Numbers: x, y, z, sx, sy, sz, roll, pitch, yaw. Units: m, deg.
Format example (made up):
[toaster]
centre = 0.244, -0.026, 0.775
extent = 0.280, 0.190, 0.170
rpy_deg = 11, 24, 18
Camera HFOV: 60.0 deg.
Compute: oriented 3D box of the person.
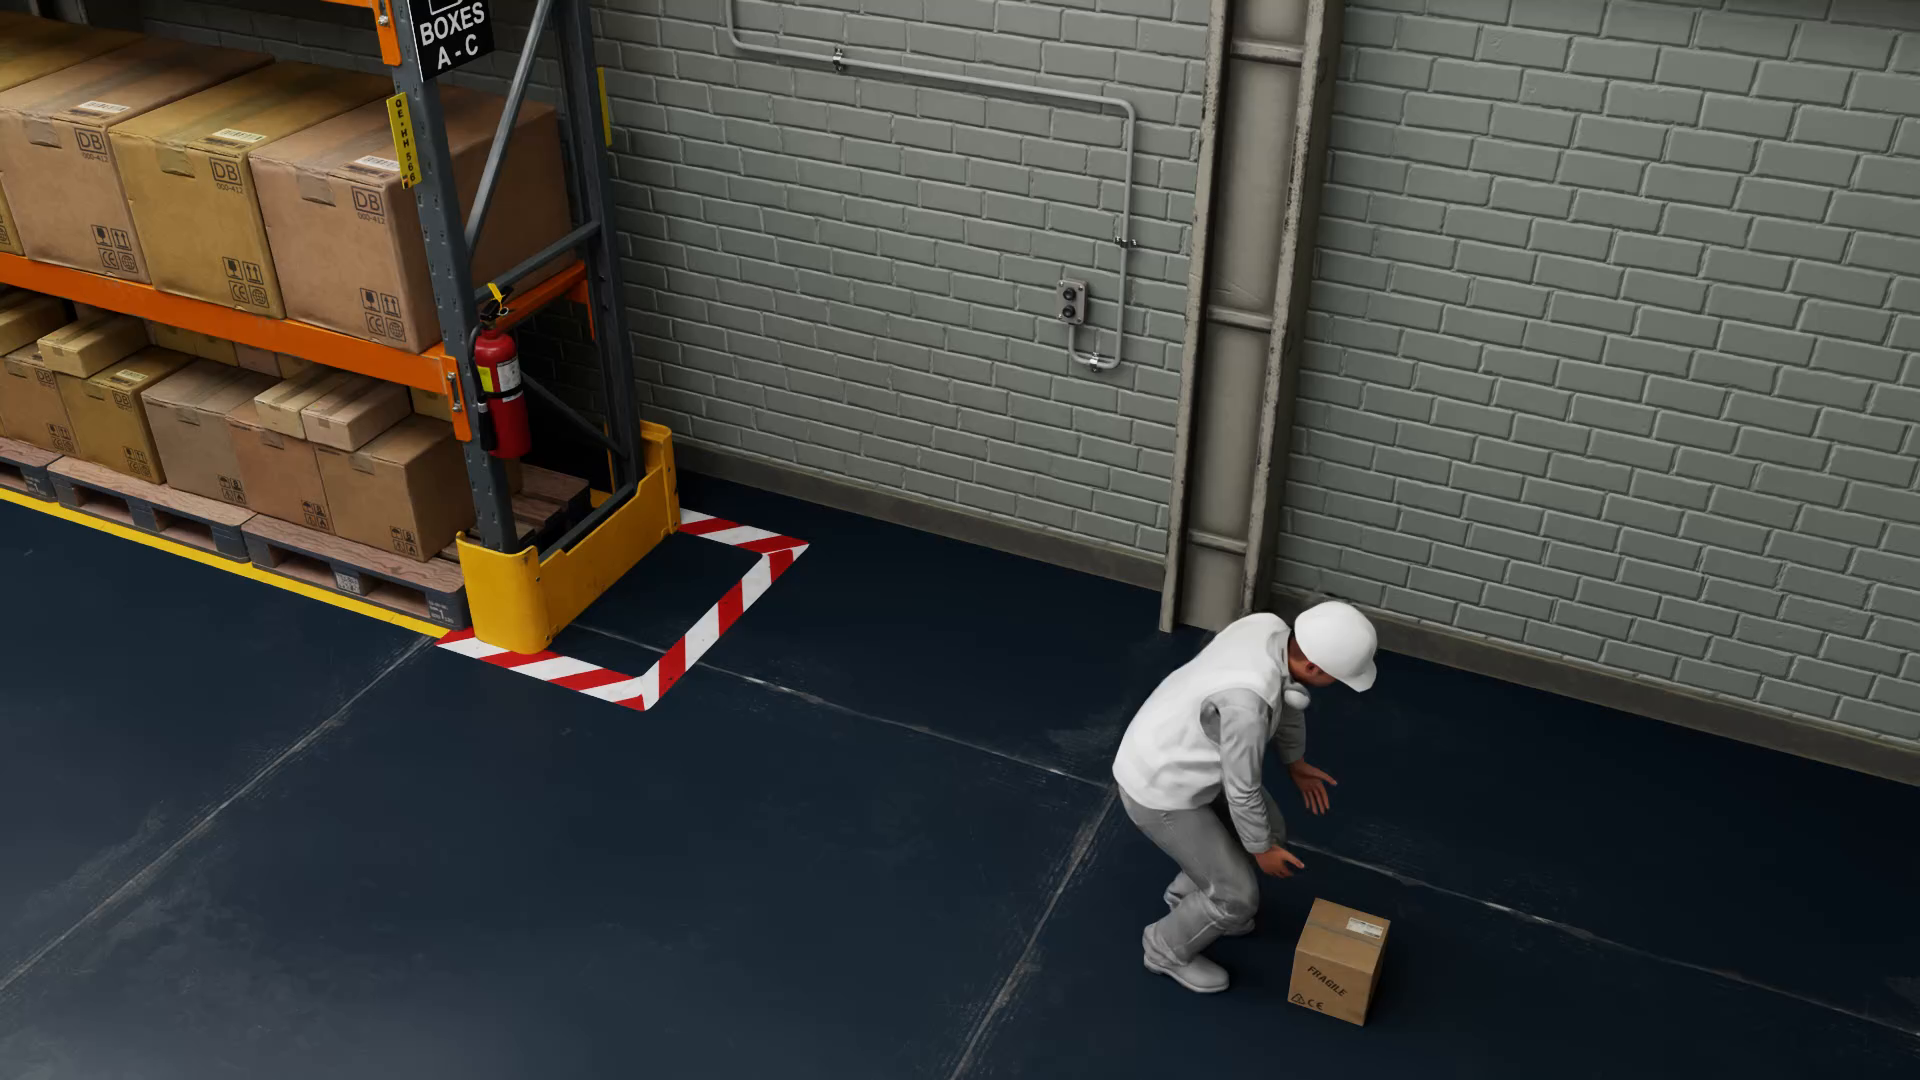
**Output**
[person]
centre = 0.871, 0.755, 5.248
extent = 0.734, 1.478, 0.591
rpy_deg = 14, 36, 21
